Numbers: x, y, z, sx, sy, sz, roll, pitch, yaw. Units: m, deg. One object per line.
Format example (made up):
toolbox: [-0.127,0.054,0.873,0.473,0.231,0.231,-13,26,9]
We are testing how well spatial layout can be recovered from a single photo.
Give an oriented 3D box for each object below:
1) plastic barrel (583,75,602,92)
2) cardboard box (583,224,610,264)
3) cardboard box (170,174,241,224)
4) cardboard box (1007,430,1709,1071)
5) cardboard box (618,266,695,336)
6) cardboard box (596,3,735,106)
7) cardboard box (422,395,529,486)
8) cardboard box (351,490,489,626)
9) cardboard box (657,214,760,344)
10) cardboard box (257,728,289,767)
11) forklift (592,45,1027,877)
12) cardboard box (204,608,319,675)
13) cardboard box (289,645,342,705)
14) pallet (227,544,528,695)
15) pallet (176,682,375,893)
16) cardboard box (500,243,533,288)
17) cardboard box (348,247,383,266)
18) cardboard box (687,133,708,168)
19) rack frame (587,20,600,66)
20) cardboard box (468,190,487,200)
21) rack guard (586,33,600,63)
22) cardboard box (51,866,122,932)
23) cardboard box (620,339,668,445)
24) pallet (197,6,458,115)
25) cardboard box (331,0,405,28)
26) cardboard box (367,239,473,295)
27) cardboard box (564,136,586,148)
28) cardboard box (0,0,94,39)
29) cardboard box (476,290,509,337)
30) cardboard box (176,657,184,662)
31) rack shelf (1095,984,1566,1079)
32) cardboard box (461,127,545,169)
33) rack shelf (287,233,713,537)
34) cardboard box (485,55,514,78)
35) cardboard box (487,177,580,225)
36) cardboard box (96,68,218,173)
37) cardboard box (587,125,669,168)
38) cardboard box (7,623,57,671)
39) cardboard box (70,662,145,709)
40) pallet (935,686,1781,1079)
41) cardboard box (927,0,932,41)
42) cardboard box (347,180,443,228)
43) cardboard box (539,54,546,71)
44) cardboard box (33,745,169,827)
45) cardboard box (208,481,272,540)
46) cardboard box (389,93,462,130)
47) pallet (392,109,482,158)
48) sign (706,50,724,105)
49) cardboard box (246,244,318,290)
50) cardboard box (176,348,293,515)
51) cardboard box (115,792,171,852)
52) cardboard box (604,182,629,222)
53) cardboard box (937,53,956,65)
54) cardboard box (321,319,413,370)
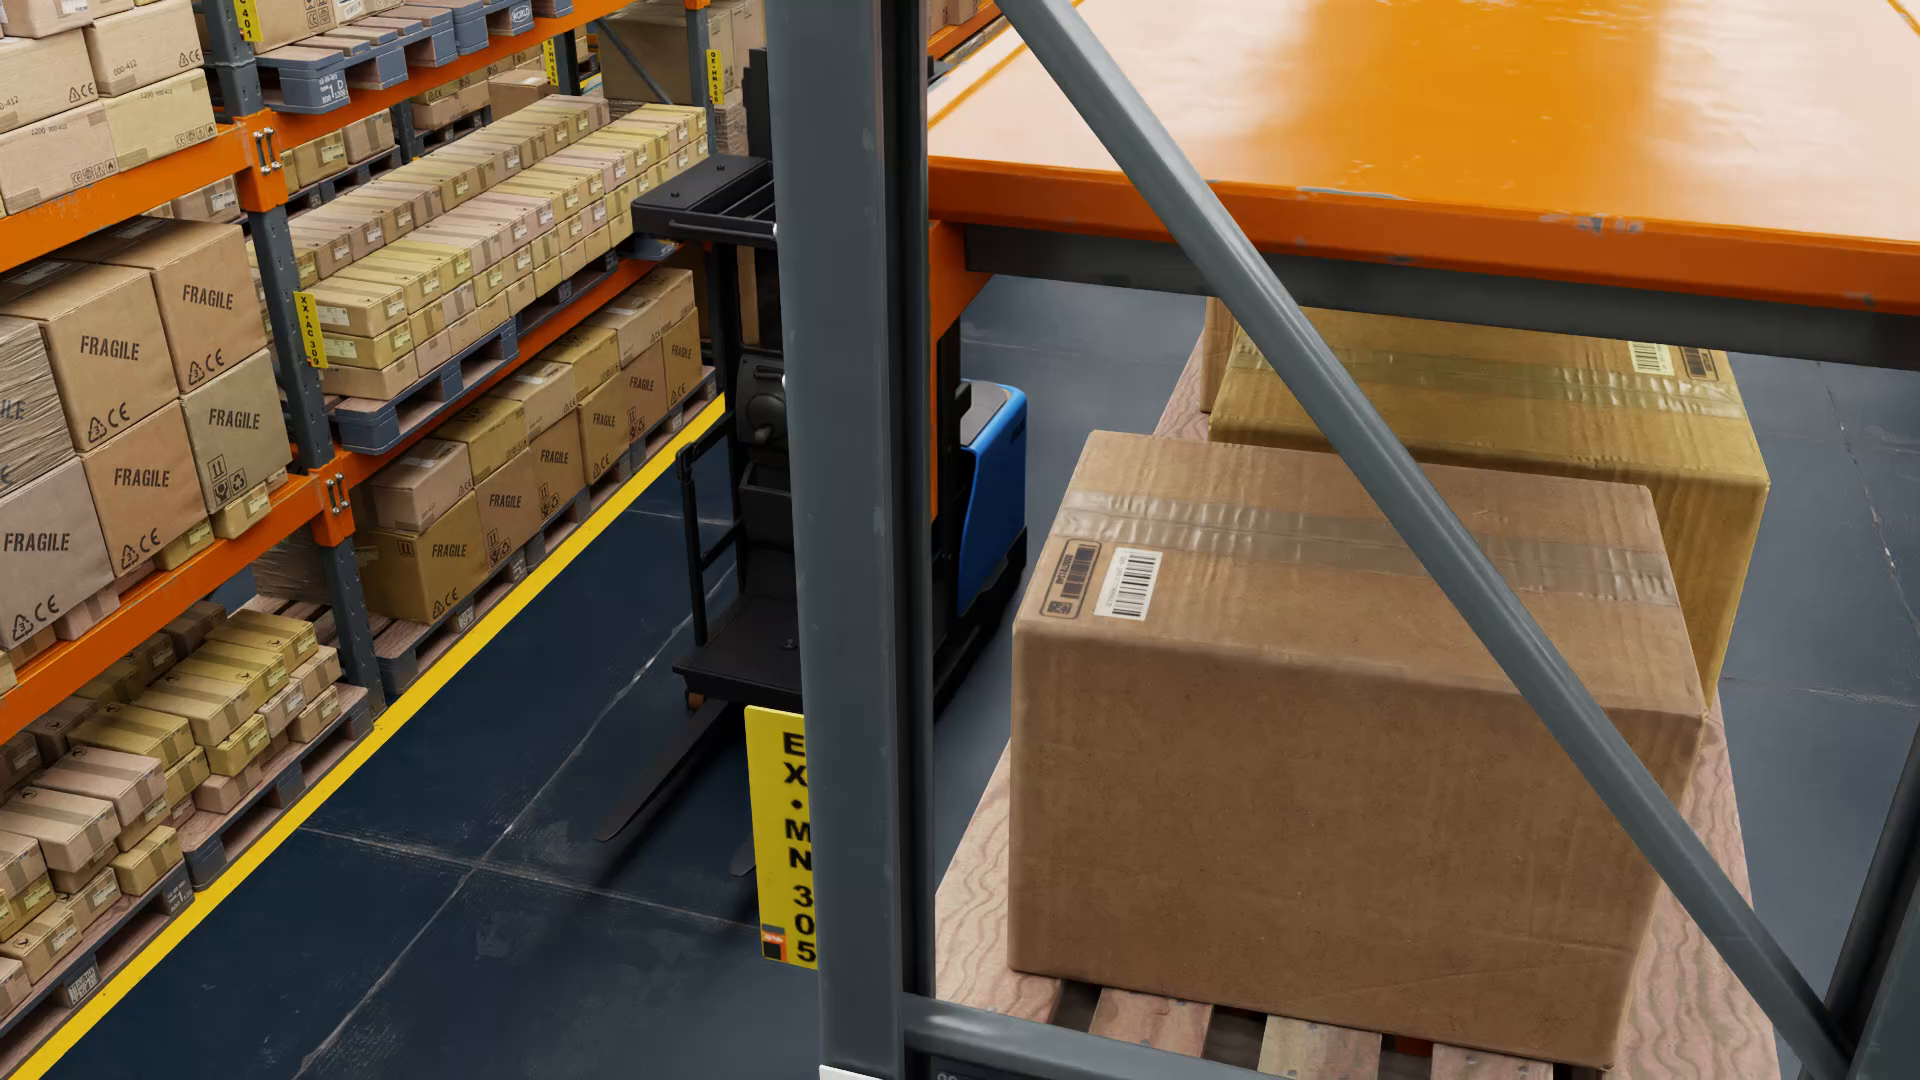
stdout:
plastic barrel: [-3.584,-4.490,16.885,0.421,0.421,0.512,-17,34,-28]
cardboard box: [-2.098,-1.598,8.863,0.380,0.149,0.250,9,30,16]
cardboard box: [-6.389,-2.714,13.314,0.950,0.372,0.625,8,30,14]
cardboard box: [0.454,0.227,2.033,0.700,0.500,0.500,7,30,12]
cardboard box: [-1.962,-1.478,10.189,0.500,0.250,0.500,8,30,14]
cardboard box: [-1.870,-3.102,10.609,0.700,0.500,0.500,8,30,15]
cardboard box: [-2.562,-0.528,8.481,0.500,0.250,0.500,9,30,16]
cardboard box: [-2.715,0.048,8.218,0.500,0.500,0.500,10,31,17]
cardboard box: [-1.747,-1.885,11.435,1.050,0.750,0.750,8,30,14]
cardboard box: [-3.131,0.847,7.143,0.380,0.149,0.250,9,30,16]
forklift: [-0.634,-0.527,7.182,1.130,2.935,3.031,10,31,18]
cardboard box: [-3.041,0.449,7.245,0.380,0.149,0.250,9,30,16]
cardboard box: [-2.974,0.569,7.337,0.380,0.149,0.250,9,30,16]
pallet: [-2.958,0.301,8.491,1.003,0.211,1.213,8,30,15]
pallet: [-3.349,0.980,7.271,1.003,0.211,1.213,8,30,15]
cardboard box: [-2.328,-1.364,8.137,0.380,0.149,0.250,10,31,17]
cardboard box: [-3.030,-1.337,8.089,0.380,0.149,0.250,8,30,13]
cardboard box: [-1.721,-2.323,9.862,0.380,0.149,0.250,9,30,16]
rack frame: [-4.425,-6.791,18.373,1.000,3.000,0.127,8,30,15]
cardboard box: [-2.722,-1.823,8.963,0.380,0.149,0.250,8,30,14]
rack guard: [-4.447,-5.664,18.917,1.175,0.500,0.348,8,30,15]
cardboard box: [-3.419,1.330,6.273,0.380,0.149,0.250,9,30,16]
cardboard box: [-2.111,-0.922,9.960,0.500,0.500,0.500,10,31,17]
pallet: [-2.902,-2.056,6.968,1.213,0.211,1.003,8,30,15]
cardboard box: [-2.726,-2.390,7.034,0.500,0.311,0.500,8,30,14]
cardboard box: [-2.476,-1.256,7.636,0.380,0.149,0.250,9,30,15]
cardboard box: [-2.423,-2.296,9.812,0.380,0.149,0.250,10,31,17]
cardboard box: [-3.115,-1.765,5.482,0.380,0.149,0.250,8,30,15]
cardboard box: [-2.403,-1.108,7.983,0.380,0.149,0.250,9,30,15]
cardboard box: [-3.598,0.500,7.461,0.380,0.149,0.250,10,31,17]
rack shelf: [0.939,0.132,3.581,1.077,0.370,4.000,8,30,15]
cardboard box: [-2.563,-2.199,9.332,0.380,0.149,0.250,7,30,13]
rack shelf: [-2.598,-1.170,9.008,1.077,0.370,4.000,8,30,15]
cardboard box: [-4.868,-4.969,16.722,0.500,0.500,0.500,10,31,17]
cardboard box: [-2.176,-1.733,8.495,0.380,0.149,0.250,9,30,16]
cardboard box: [-3.071,-1.534,5.991,0.500,0.250,0.500,9,30,16]
cardboard box: [-1.870,-2.217,9.364,0.380,0.149,0.250,9,30,16]
cardboard box: [-3.429,0.329,5.831,0.380,0.149,0.250,8,30,14]
cardboard box: [-3.649,0.622,6.936,0.380,0.149,0.250,8,30,14]
pallet: [0.560,0.440,2.379,1.003,0.211,1.213,8,30,15]
cardboard box: [-0.740,-4.512,14.121,0.875,0.550,0.550,8,30,15]
cardboard box: [-2.871,-1.709,8.451,0.380,0.149,0.250,7,30,13]
cardboard box: [-4.565,-5.120,17.764,0.500,0.250,0.500,9,30,15]
cardboard box: [-3.286,0.939,6.365,0.380,0.149,0.250,7,30,12]
cardboard box: [-3.017,-0.144,6.682,0.380,0.149,0.250,8,30,14]
cardboard box: [-5.168,-4.150,16.021,0.500,0.250,0.500,7,30,13]
pallet: [-5.436,-4.031,16.279,1.003,0.211,1.213,8,30,15]
sign: [-1.490,-2.813,10.111,0.100,0.325,0.005,8,30,15]
cardboard box: [-3.176,-1.228,7.587,0.380,0.149,0.250,8,30,13]
cardboard box: [-3.057,-0.464,6.590,0.500,0.500,0.500,9,30,15]
cardboard box: [-3.327,1.047,6.477,0.380,0.149,0.250,9,30,16]
cardboard box: [-2.022,-1.845,9.001,0.380,0.149,0.250,8,30,15]
cardboard box: [-0.586,-3.810,14.768,0.875,0.875,0.875,9,30,16]
cardboard box: [-2.630,-0.877,7.261,0.380,0.149,0.250,9,30,16]
